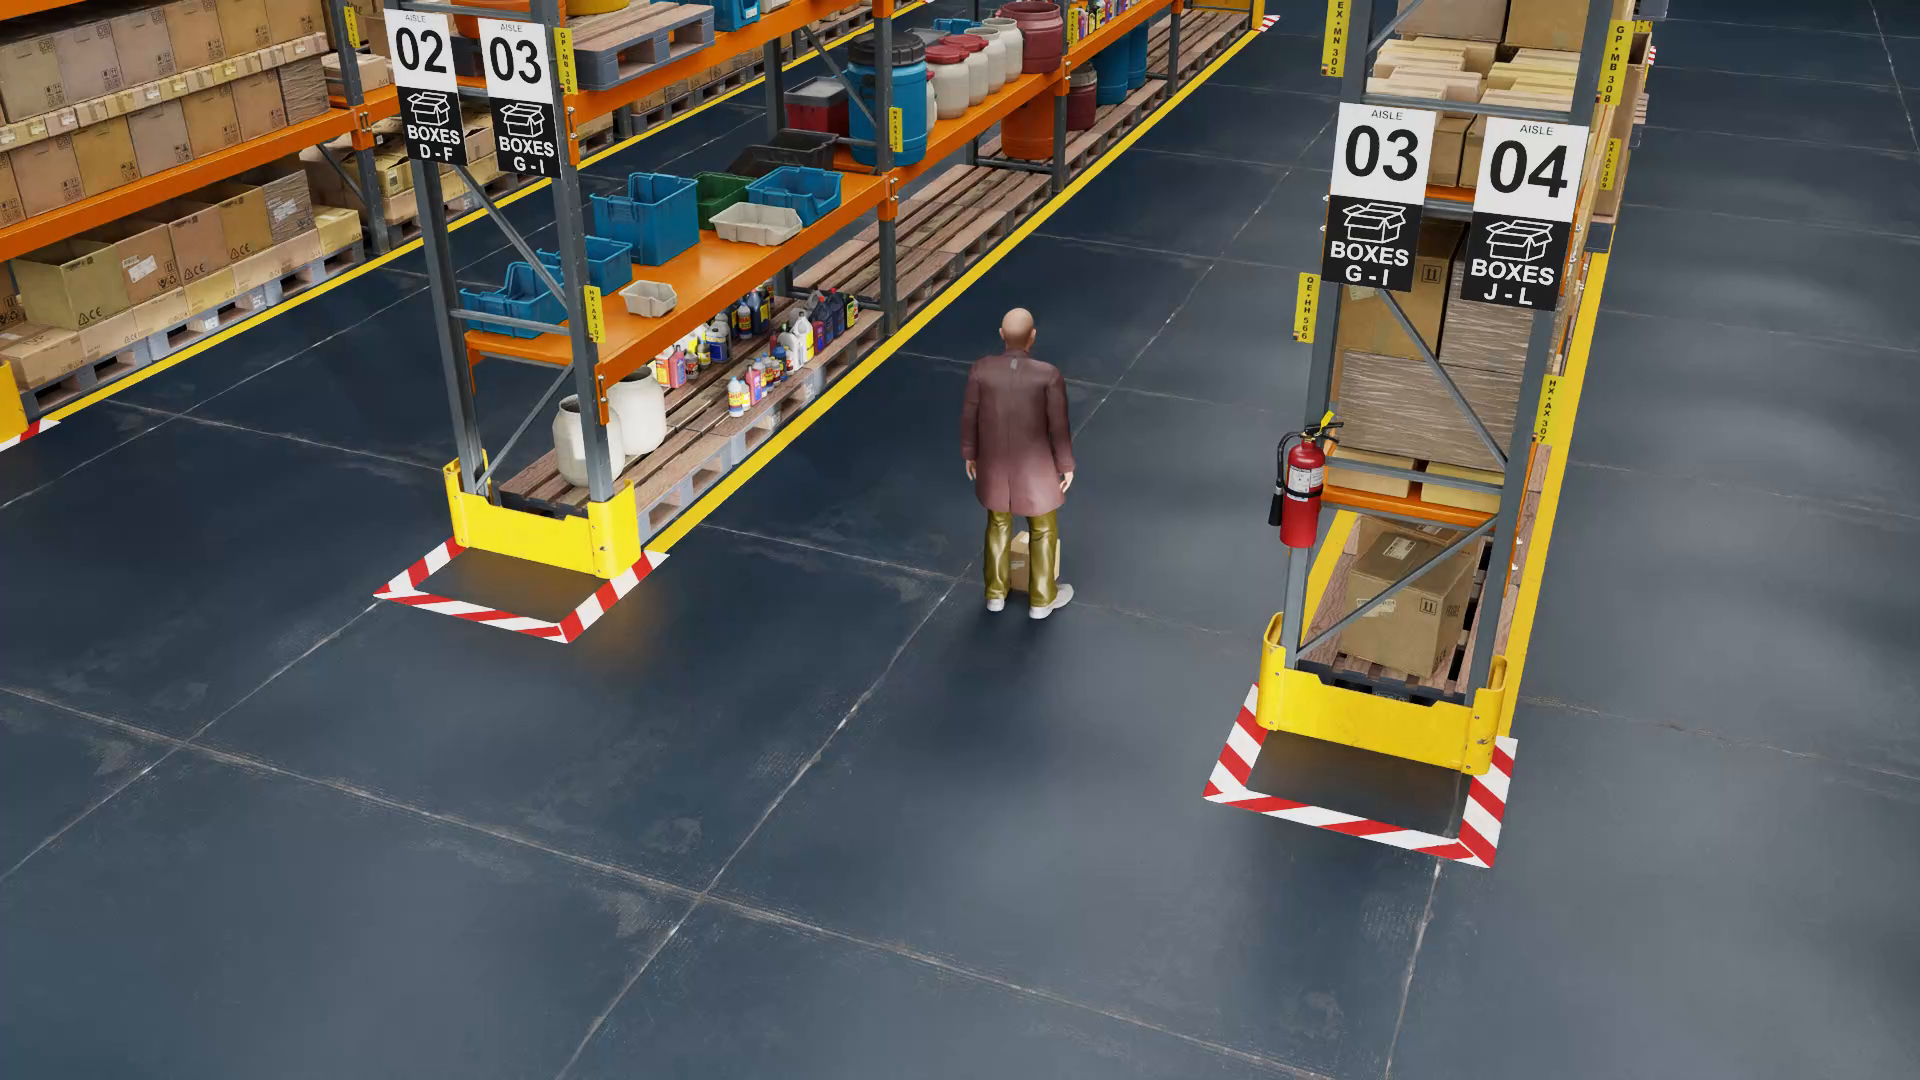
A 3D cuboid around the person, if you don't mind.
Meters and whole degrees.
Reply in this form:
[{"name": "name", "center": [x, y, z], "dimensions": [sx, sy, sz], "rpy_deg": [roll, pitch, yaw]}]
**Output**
[{"name": "person", "center": [0.315, -0.420, 9.170], "dimensions": [0.654, 1.774, 0.422], "rpy_deg": [10, 31, 17]}]
